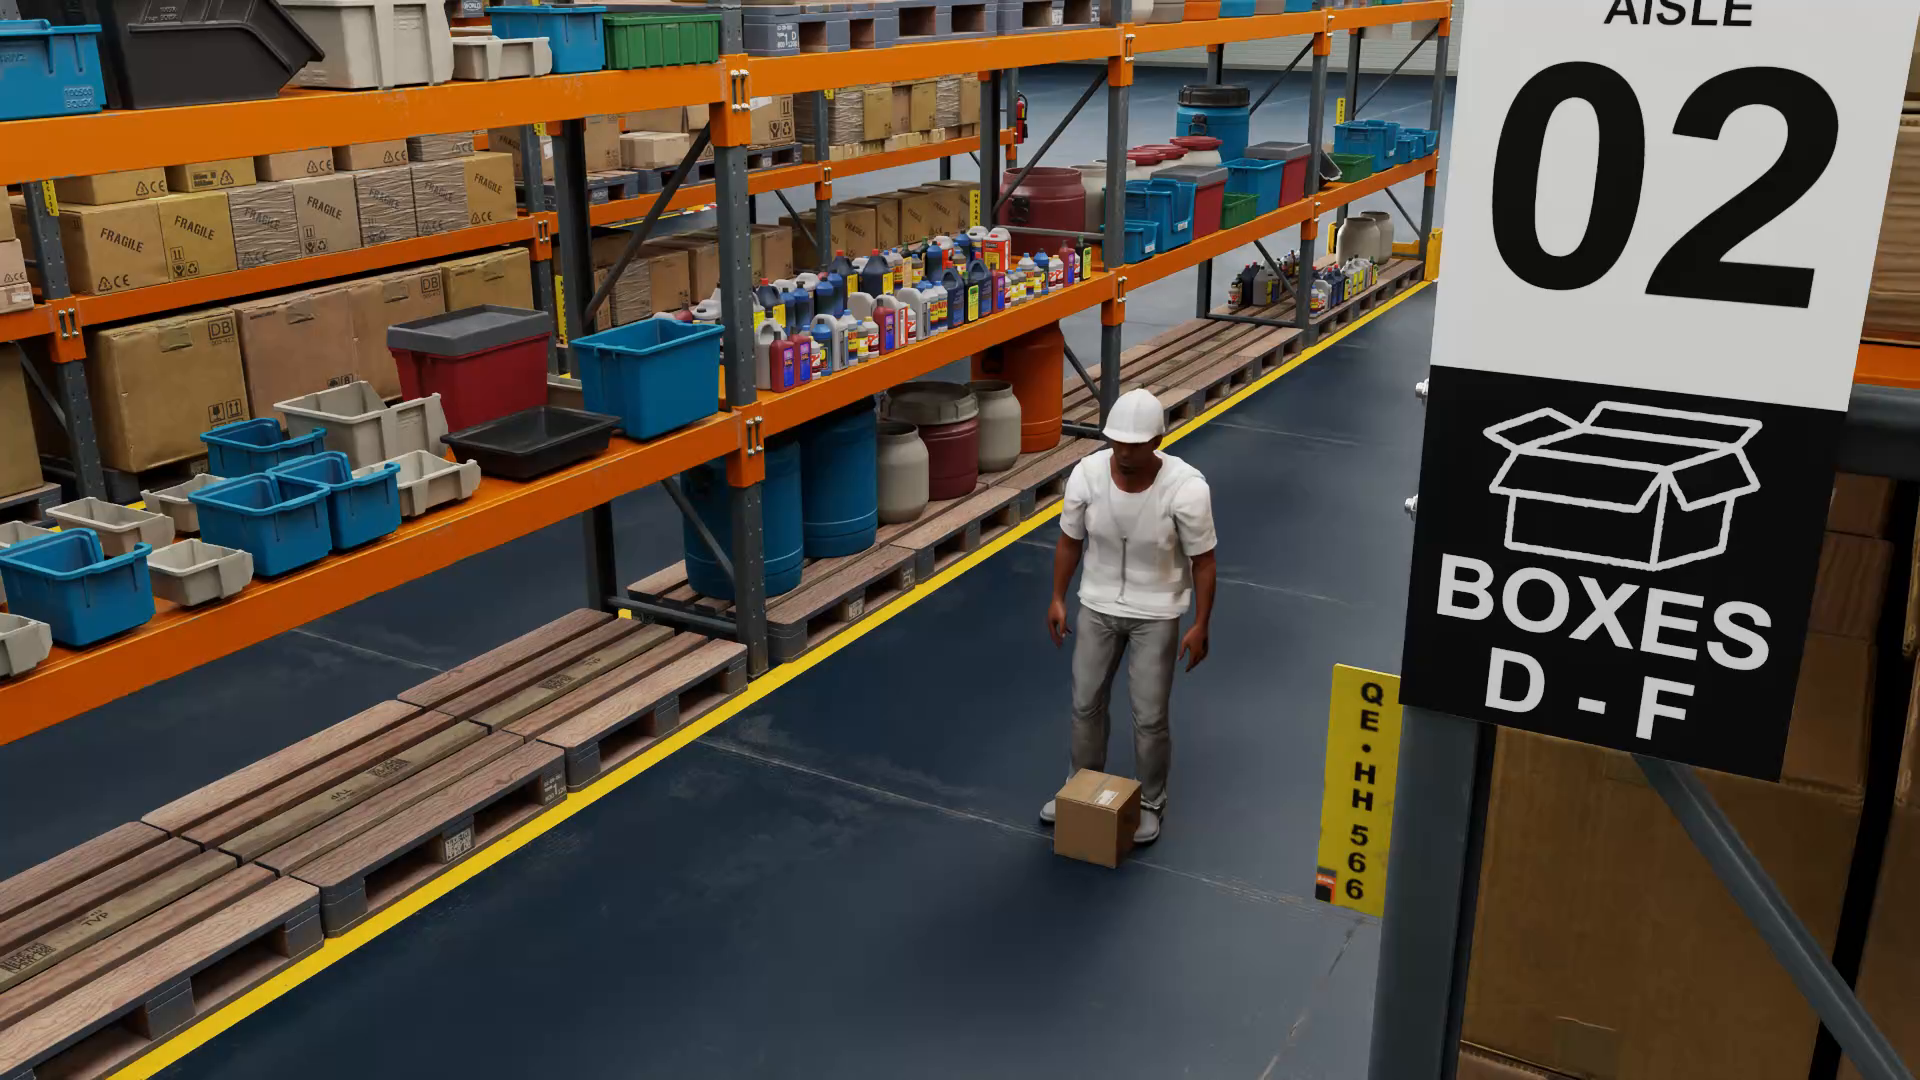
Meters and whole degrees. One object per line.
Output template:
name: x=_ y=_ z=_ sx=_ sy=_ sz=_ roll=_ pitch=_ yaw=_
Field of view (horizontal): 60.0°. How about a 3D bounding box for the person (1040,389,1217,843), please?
person: x=0.633 y=0.278 z=6.247 sx=0.634 sy=1.760 sz=0.458 roll=9 pitch=21 yaw=24
